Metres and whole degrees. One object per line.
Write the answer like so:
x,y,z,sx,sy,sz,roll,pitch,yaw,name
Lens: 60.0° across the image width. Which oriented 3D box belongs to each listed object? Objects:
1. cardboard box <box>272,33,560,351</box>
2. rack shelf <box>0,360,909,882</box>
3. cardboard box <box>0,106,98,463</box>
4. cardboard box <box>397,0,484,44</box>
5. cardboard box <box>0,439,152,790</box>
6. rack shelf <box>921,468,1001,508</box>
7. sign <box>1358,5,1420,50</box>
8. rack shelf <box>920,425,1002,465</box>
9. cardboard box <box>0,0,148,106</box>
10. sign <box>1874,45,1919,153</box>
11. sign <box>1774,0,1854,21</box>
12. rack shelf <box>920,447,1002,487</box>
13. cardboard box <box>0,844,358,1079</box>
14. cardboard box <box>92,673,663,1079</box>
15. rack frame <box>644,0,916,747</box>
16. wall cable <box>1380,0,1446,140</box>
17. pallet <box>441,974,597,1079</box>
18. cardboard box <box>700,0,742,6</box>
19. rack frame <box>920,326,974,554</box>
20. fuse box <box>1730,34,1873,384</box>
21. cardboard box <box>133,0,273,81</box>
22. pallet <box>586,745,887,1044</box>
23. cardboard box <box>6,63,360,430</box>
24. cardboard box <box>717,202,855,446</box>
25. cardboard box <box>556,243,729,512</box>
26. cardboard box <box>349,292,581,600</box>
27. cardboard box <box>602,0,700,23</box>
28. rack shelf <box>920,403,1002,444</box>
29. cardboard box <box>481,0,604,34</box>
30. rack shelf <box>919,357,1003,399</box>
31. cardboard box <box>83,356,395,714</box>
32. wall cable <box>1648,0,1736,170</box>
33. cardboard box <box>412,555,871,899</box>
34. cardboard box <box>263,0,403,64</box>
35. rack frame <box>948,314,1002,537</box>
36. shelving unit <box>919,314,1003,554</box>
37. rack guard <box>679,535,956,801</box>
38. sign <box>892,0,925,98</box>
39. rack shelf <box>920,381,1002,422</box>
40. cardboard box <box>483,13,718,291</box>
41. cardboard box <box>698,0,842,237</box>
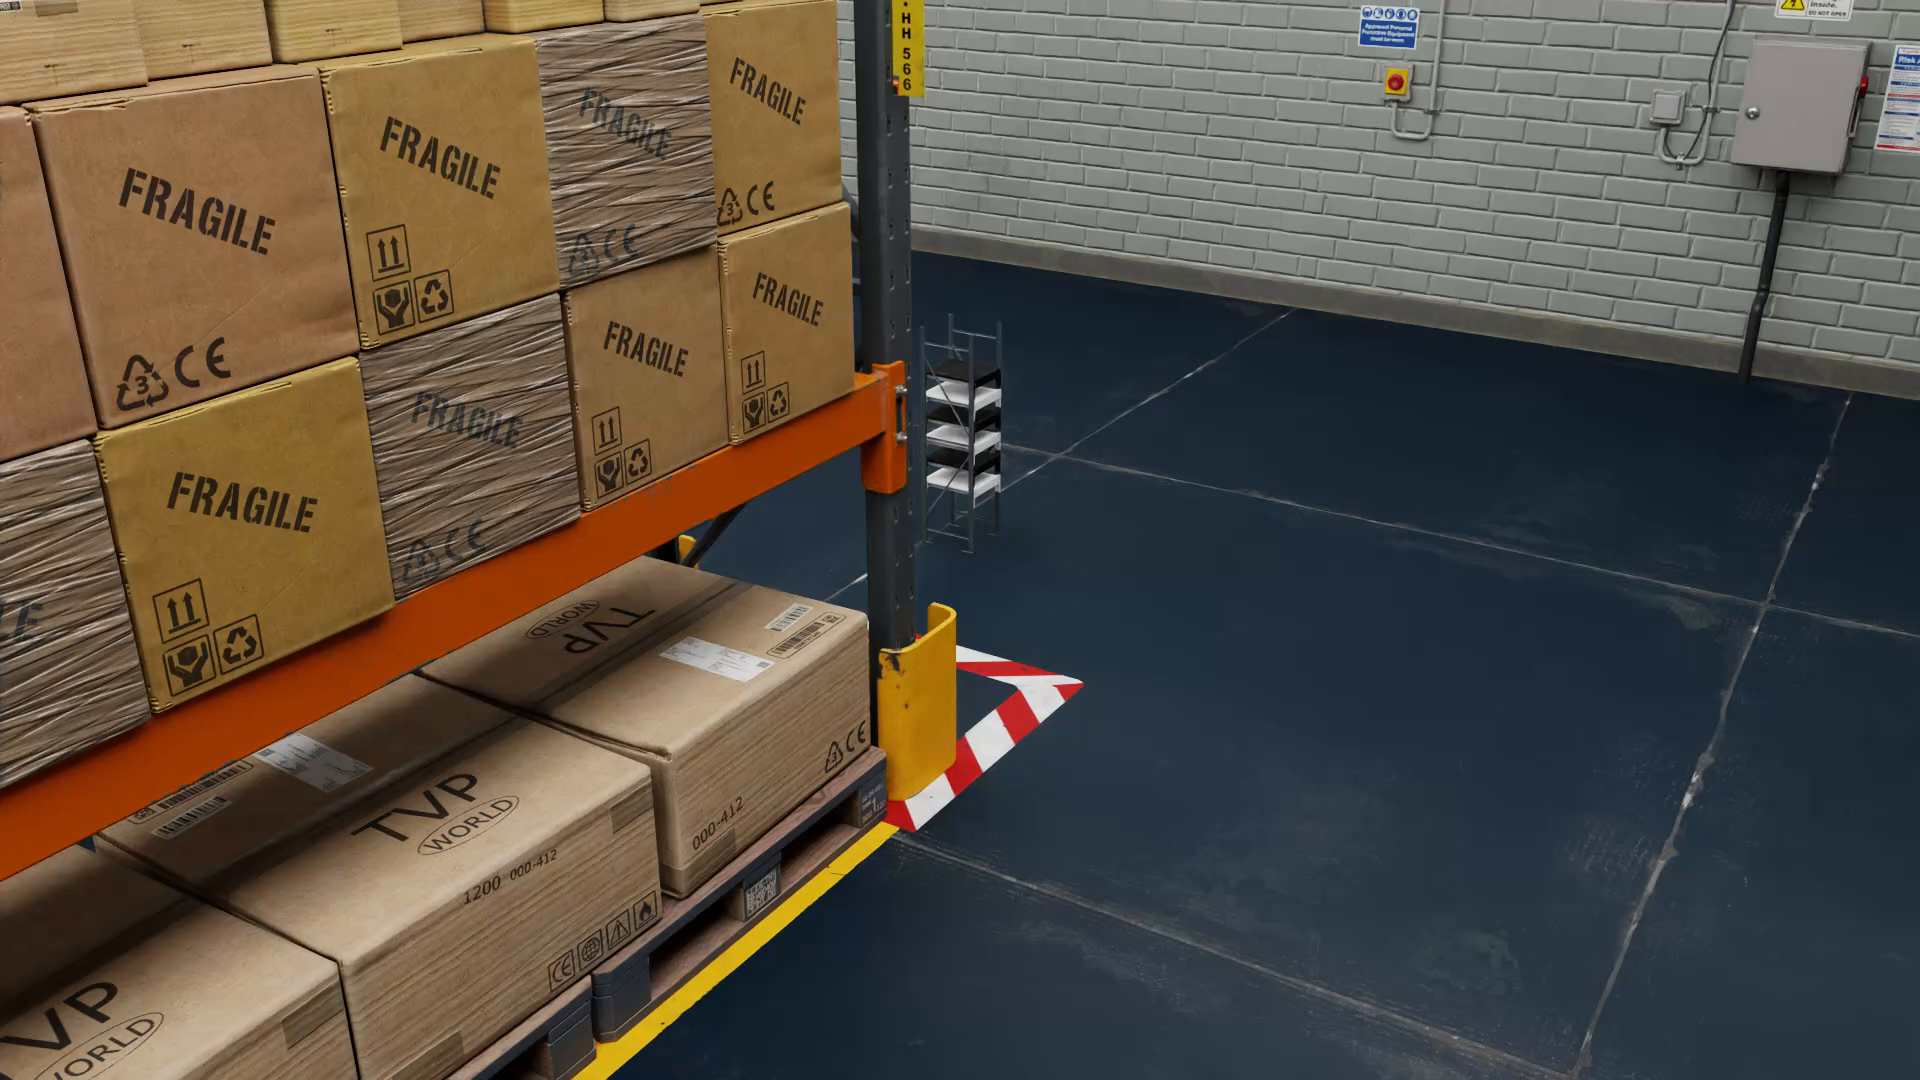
-1.153,-0.704,3.217,0.500,0.500,0.500,14,27,29,cardboard box
-1.642,0.244,3.316,1.077,0.370,4.000,14,27,29,rack shelf
-1.688,-0.365,2.434,0.500,0.500,0.500,14,27,30,cardboard box
-1.150,-1.055,3.210,0.380,0.149,0.250,14,27,28,cardboard box
-1.690,0.104,2.608,0.500,0.500,0.500,14,27,29,cardboard box
0.004,-0.220,6.662,0.258,0.077,0.200,14,27,29,rack shelf
2.359,-2.824,9.157,0.327,0.218,0.001,14,27,29,sign
0.004,-0.385,6.591,0.258,0.077,0.200,14,27,29,rack shelf
-1.490,-0.776,2.565,0.380,0.149,0.250,14,27,29,cardboard box
4.604,-2.102,7.950,0.329,0.494,0.001,14,27,29,sign
4.138,-2.640,8.033,0.339,0.242,0.001,14,27,29,sign
0.004,-0.303,6.627,0.258,0.077,0.200,14,27,29,rack shelf
-1.803,1.081,3.175,0.875,0.438,0.875,13,27,27,cardboard box
-1.326,0.777,3.877,0.875,0.438,0.875,15,27,30,cardboard box
-0.587,-0.761,4.732,1.000,3.000,0.127,14,27,29,rack frame
2.368,-3.150,8.931,0.585,1.953,0.123,14,27,29,wall cable
-1.586,1.215,3.677,1.003,0.211,1.213,14,27,29,pallet
-0.719,-1.310,3.798,0.380,0.149,0.250,14,27,30,cardboard box
-0.049,-0.381,6.498,0.240,0.900,0.006,14,27,29,rack frame
4.075,-1.588,8.265,0.539,1.711,0.414,14,27,29,fuse box
-1.387,-0.873,2.791,0.380,0.149,0.250,15,27,31,cardboard box
-0.942,0.805,4.625,1.003,0.211,1.213,14,27,29,pallet
-1.420,-0.535,2.826,0.500,0.500,0.500,14,27,29,cardboard box
-0.616,-0.589,4.208,0.500,0.500,0.500,14,27,29,cardboard box
-0.894,-0.422,3.824,0.500,0.500,0.500,13,27,28,cardboard box
-1.157,-0.247,3.418,0.500,0.500,0.500,15,27,30,cardboard box
-0.784,-1.205,3.556,0.380,0.149,0.250,14,27,28,cardboard box
0.004,-0.468,6.555,0.258,0.077,0.200,14,27,29,rack shelf
-0.952,-1.128,3.380,0.380,0.149,0.250,15,27,30,cardboard box
0.004,-0.633,6.484,0.258,0.077,0.200,14,27,29,rack shelf
-1.418,-0.070,3.009,0.500,0.500,0.500,15,27,30,cardboard box
3.579,-2.842,8.260,0.588,1.984,0.122,14,27,29,wall cable
-0.850,0.466,4.595,0.875,0.438,0.875,13,27,27,cardboard box
-1.232,-0.958,2.986,0.380,0.149,0.250,15,27,30,cardboard box
0.058,-0.450,6.657,0.240,0.900,0.006,14,27,29,rack frame
0.004,-0.416,6.578,0.258,0.900,0.210,14,27,29,shelving unit
-0.574,0.378,5.247,1.175,0.500,0.348,14,27,29,rack guard
-0.133,-1.283,4.181,0.100,0.325,0.005,14,27,29,sign
0.004,-0.550,6.519,0.258,0.077,0.200,14,27,29,rack shelf
-0.890,-0.870,3.601,0.500,0.500,0.500,14,27,29,cardboard box
-0.639,-1.053,4.022,0.500,0.500,0.500,15,28,31,cardboard box
